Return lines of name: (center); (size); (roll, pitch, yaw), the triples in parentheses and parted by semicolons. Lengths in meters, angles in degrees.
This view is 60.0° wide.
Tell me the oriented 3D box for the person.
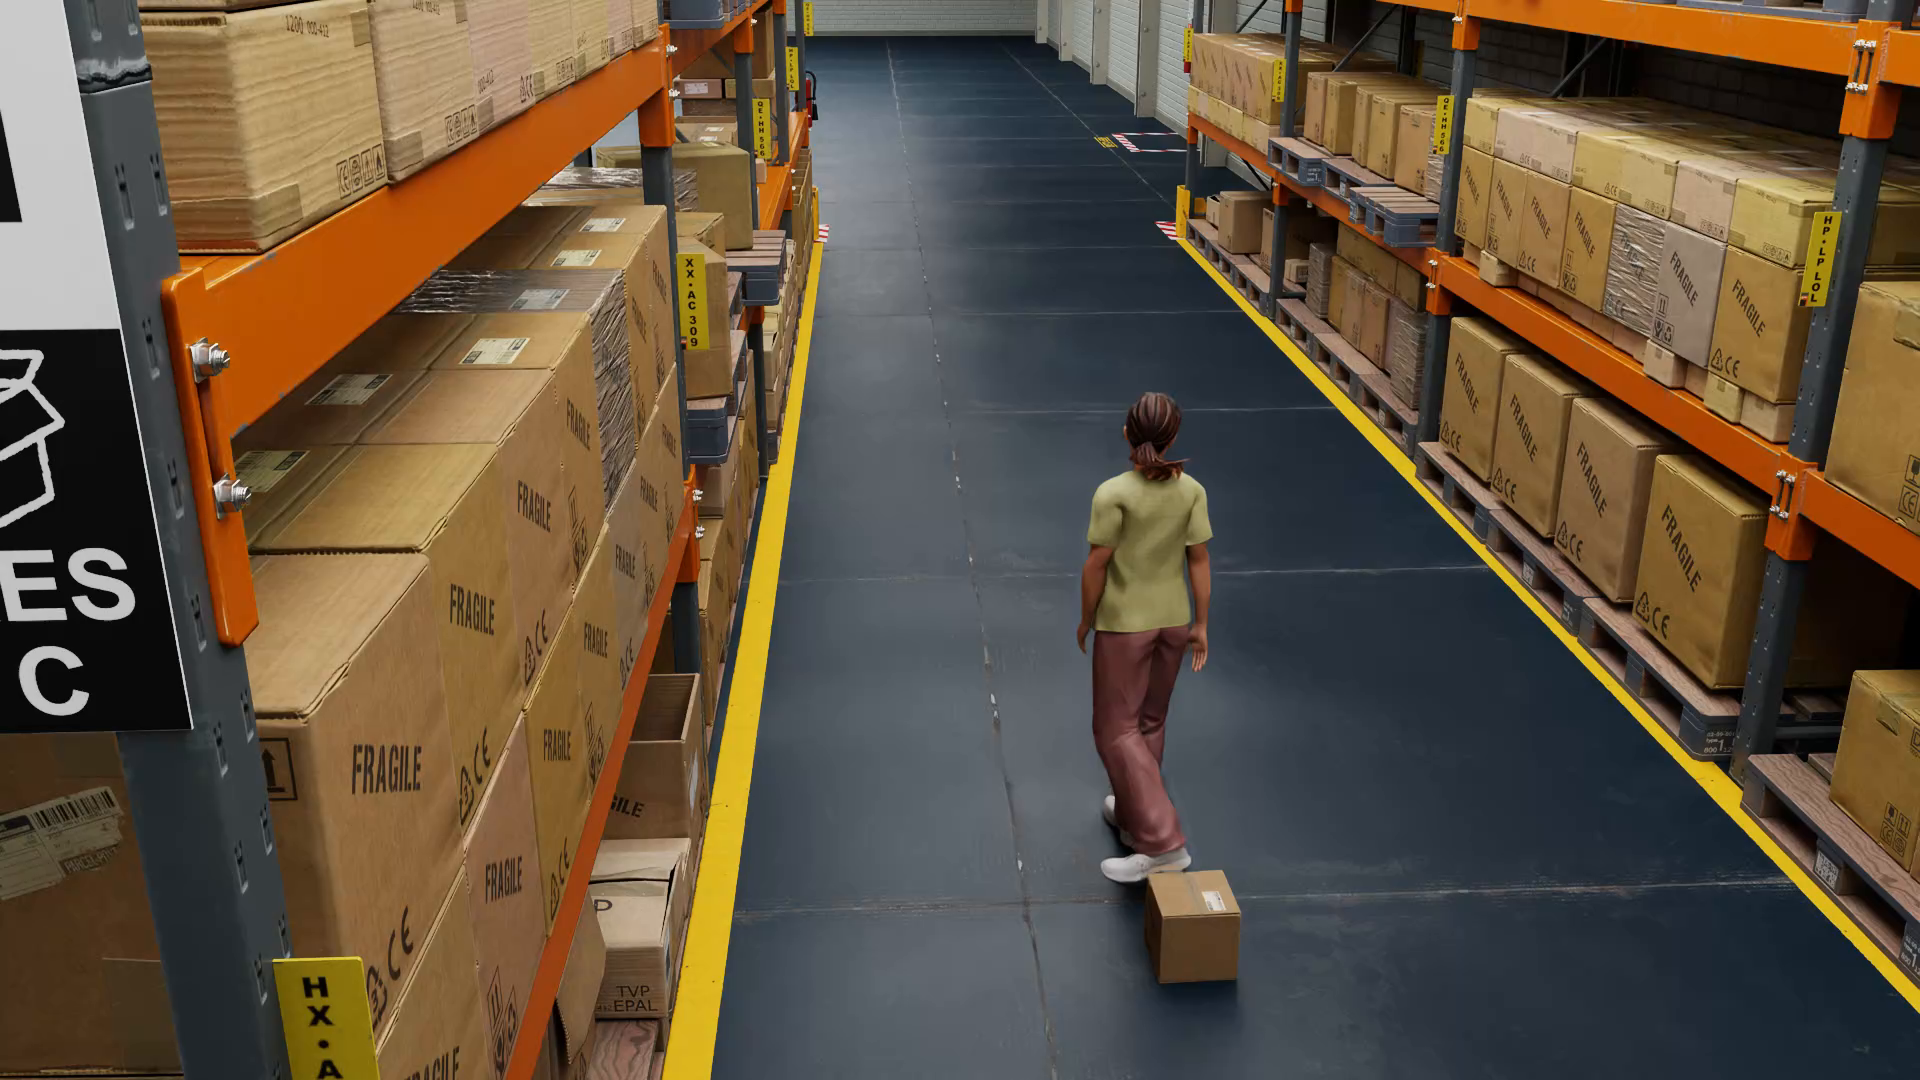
person: (0.640, 0.349, 5.676); (0.495, 1.643, 0.647); (-9, 22, -23)
